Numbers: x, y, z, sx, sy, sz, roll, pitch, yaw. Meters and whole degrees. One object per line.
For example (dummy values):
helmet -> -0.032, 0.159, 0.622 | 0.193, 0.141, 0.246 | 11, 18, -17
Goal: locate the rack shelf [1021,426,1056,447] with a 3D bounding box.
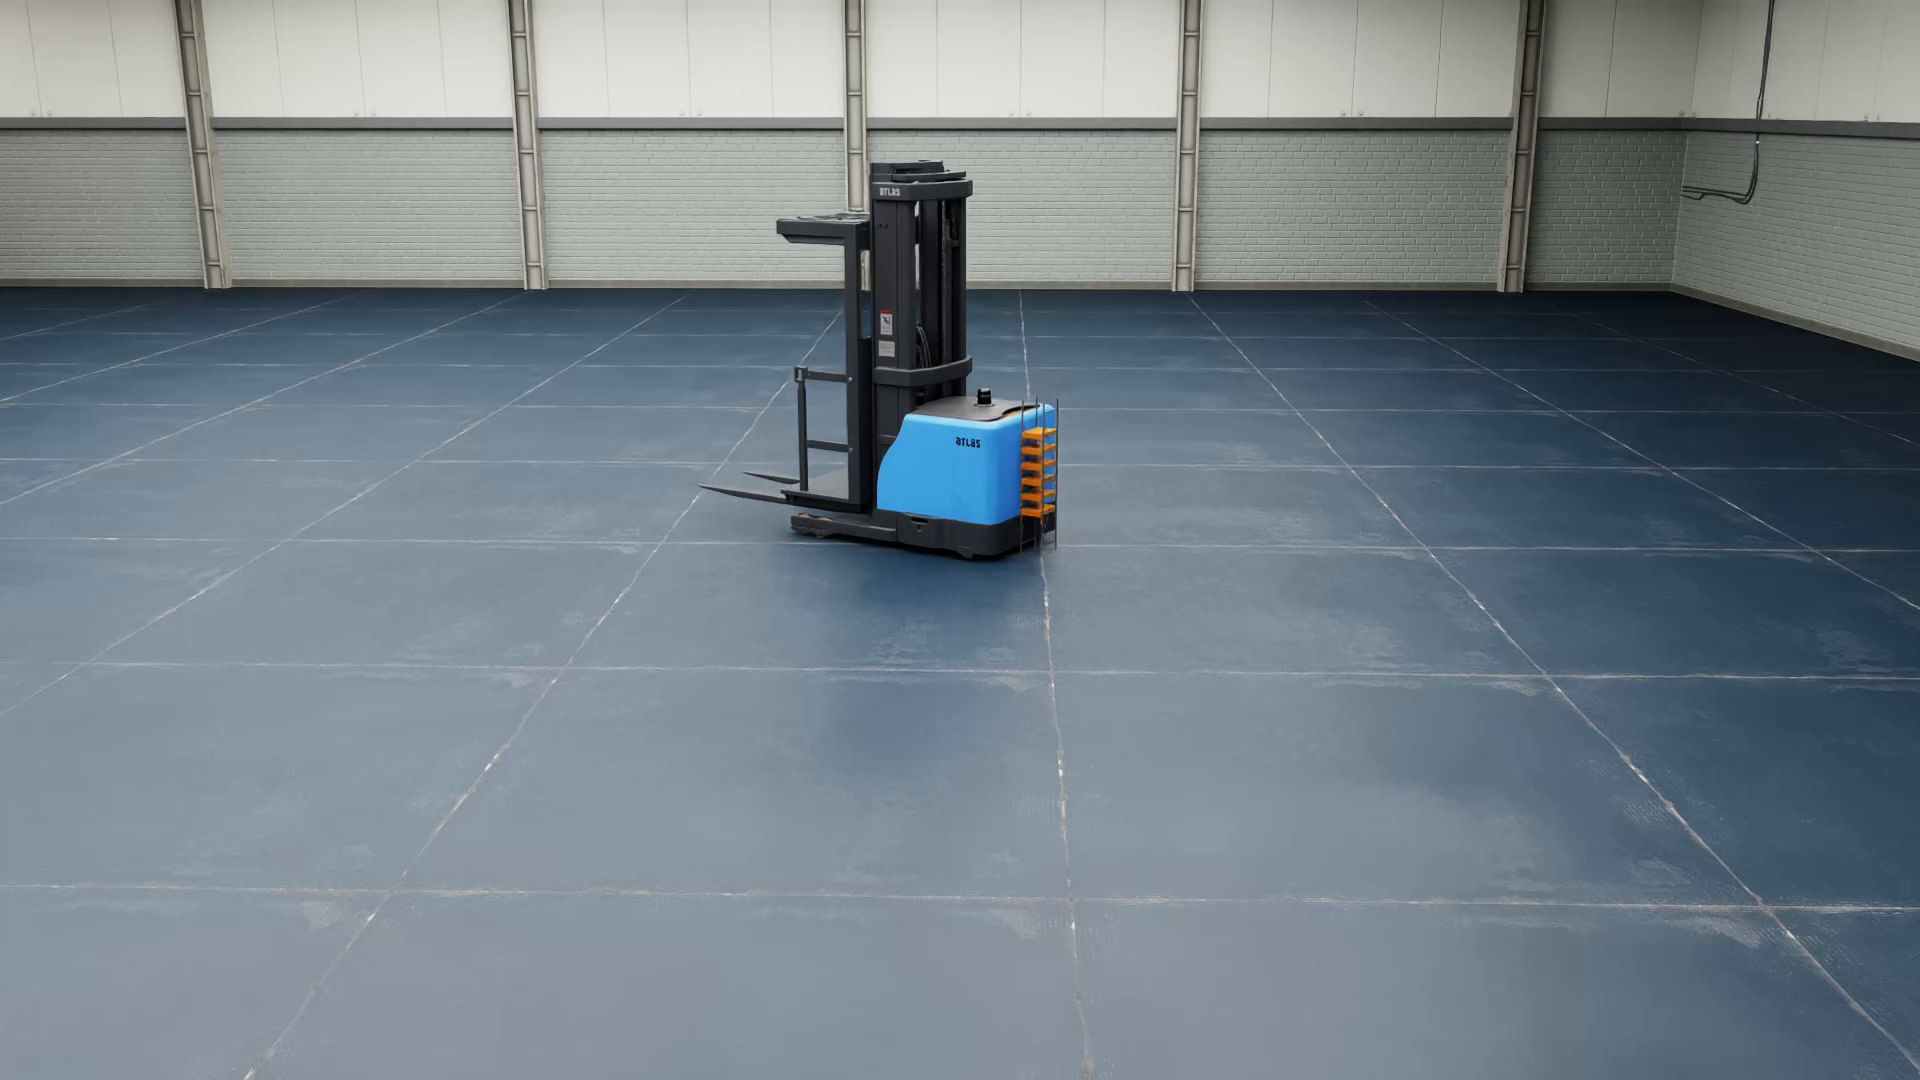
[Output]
rack shelf -> 0.606, -0.787, 12.629 | 0.180, 0.103, 0.258 | 9, 17, 30

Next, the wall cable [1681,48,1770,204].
wall cable -> 13.015, -7.066, 28.462 | 0.112, 2.526, 3.097 | 0, 15, 1

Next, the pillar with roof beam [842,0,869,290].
pillar with roof beam -> -2.002, -7.904, 25.552 | 0.400, 9.000, 9.100 | 0, 15, 1

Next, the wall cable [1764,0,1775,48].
wall cable -> 12.946, -8.818, 25.203 | 0.112, 2.526, 3.097 | 0, 15, 1

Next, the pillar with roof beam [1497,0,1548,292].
pillar with roof beam -> 9.994, -7.826, 25.256 | 0.400, 9.000, 9.100 | 0, 15, 1

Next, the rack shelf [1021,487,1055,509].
rack shelf -> 0.606, -0.323, 12.751 | 0.180, 0.103, 0.258 | 9, 17, 30

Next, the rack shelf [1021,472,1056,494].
rack shelf -> 0.606, -0.439, 12.721 | 0.180, 0.103, 0.258 | 9, 17, 30

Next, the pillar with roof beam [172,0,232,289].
pillar with roof beam -> -13.998, -7.982, 25.849 | 0.400, 9.000, 9.100 | 0, 15, 1

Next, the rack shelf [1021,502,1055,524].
rack shelf -> 0.606, -0.207, 12.782 | 0.180, 0.103, 0.258 | 9, 17, 30

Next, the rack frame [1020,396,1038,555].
rack frame -> 0.528, -0.494, 12.756 | 0.006, 1.200, 0.240 | 9, 17, 30

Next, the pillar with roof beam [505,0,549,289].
pillar with roof beam -> -8.000, -7.943, 25.701 | 0.400, 9.000, 9.100 | 0, 15, 1

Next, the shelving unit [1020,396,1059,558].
shelving unit -> 0.606, -0.482, 12.709 | 0.189, 1.200, 0.258 | 9, 17, 30

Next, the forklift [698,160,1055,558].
forklift -> -0.765, -1.537, 13.313 | 3.031, 2.935, 1.130 | 9, 17, 30

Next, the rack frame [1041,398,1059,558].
rack frame -> 0.684, -0.470, 12.663 | 0.006, 1.200, 0.240 | 9, 17, 30

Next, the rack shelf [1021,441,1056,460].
rack shelf -> 0.606, -0.671, 12.660 | 0.180, 0.103, 0.258 | 9, 17, 30

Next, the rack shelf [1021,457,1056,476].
rack shelf -> 0.606, -0.555, 12.690 | 0.180, 0.103, 0.258 | 9, 17, 30

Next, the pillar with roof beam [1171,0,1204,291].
pillar with roof beam -> 3.996, -7.865, 25.404 | 0.400, 9.000, 9.100 | 0, 15, 1
